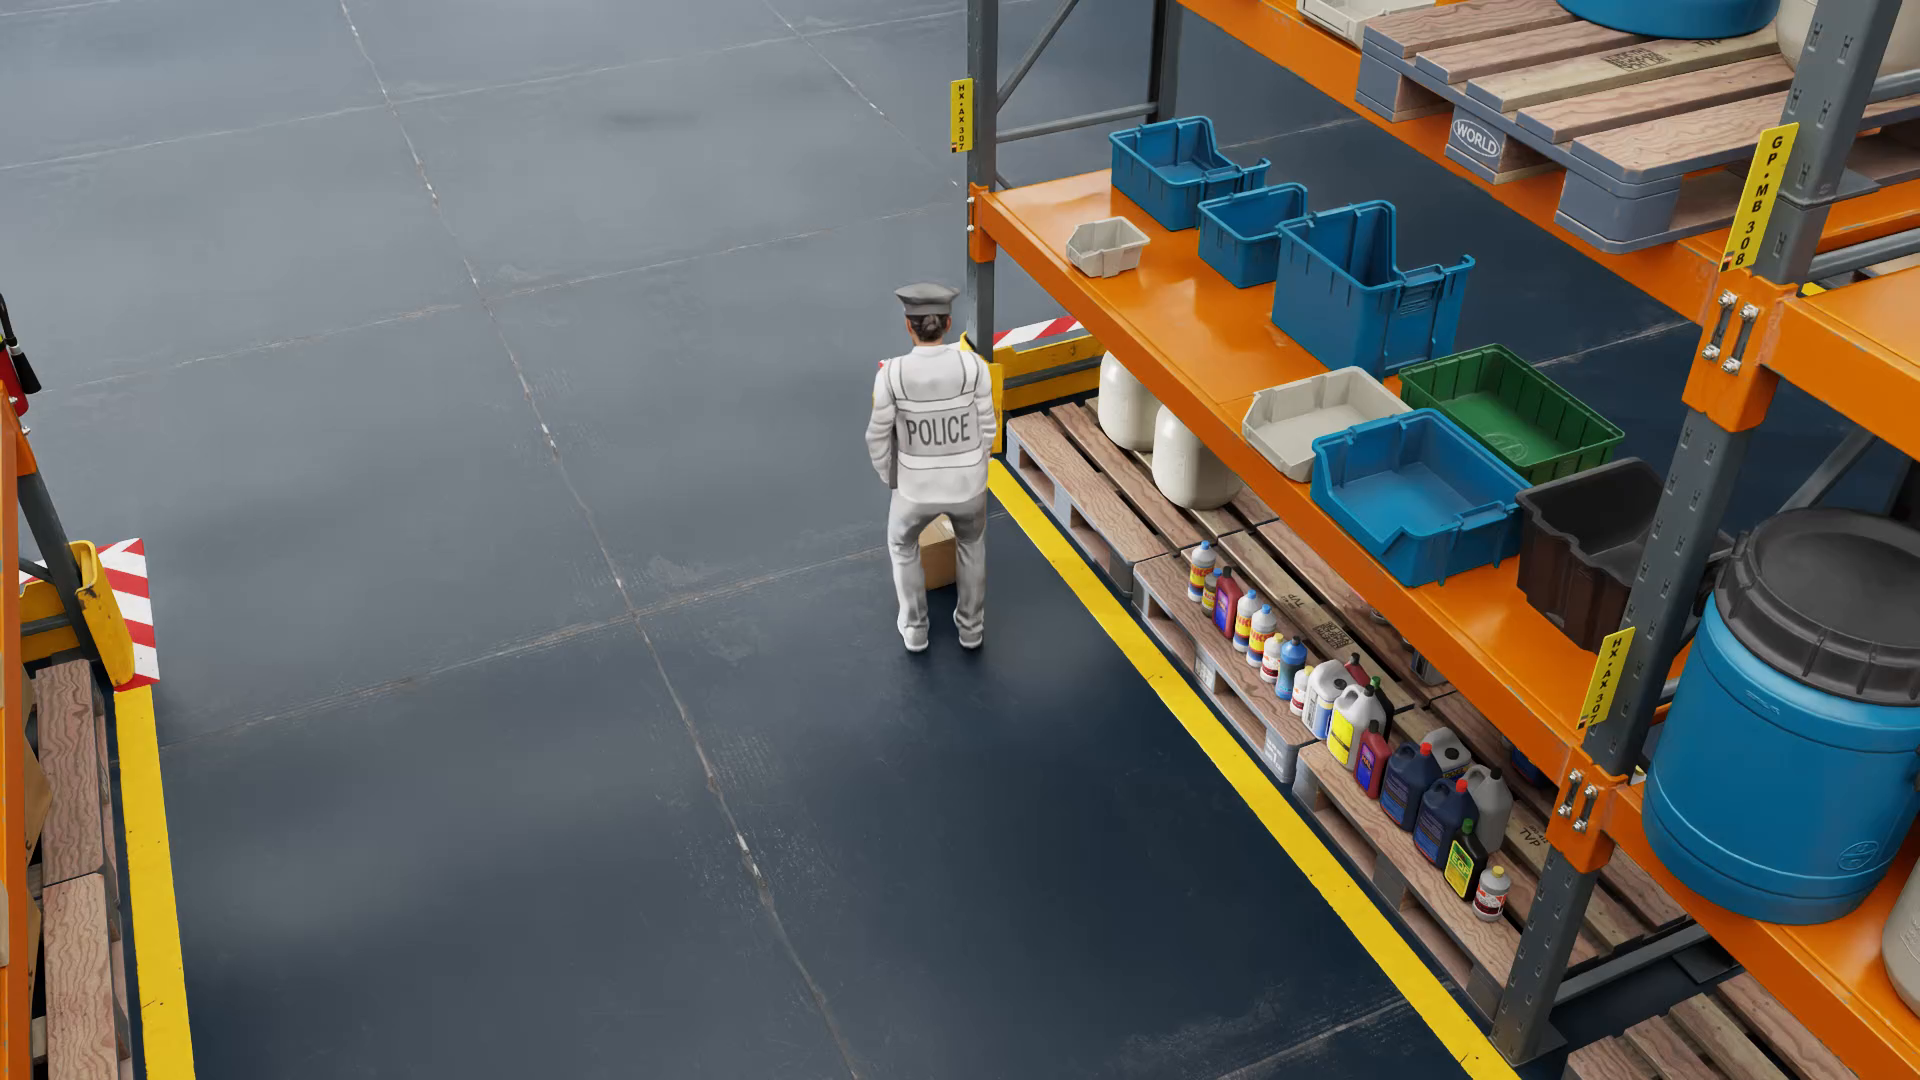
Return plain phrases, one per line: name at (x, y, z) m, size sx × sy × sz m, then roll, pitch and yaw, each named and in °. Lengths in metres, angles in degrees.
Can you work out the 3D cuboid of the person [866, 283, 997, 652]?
person at (-0.110, -0.246, 6.532) m, size 0.508 × 1.604 × 0.485 m, roll -3°, pitch 38°, yaw -4°
